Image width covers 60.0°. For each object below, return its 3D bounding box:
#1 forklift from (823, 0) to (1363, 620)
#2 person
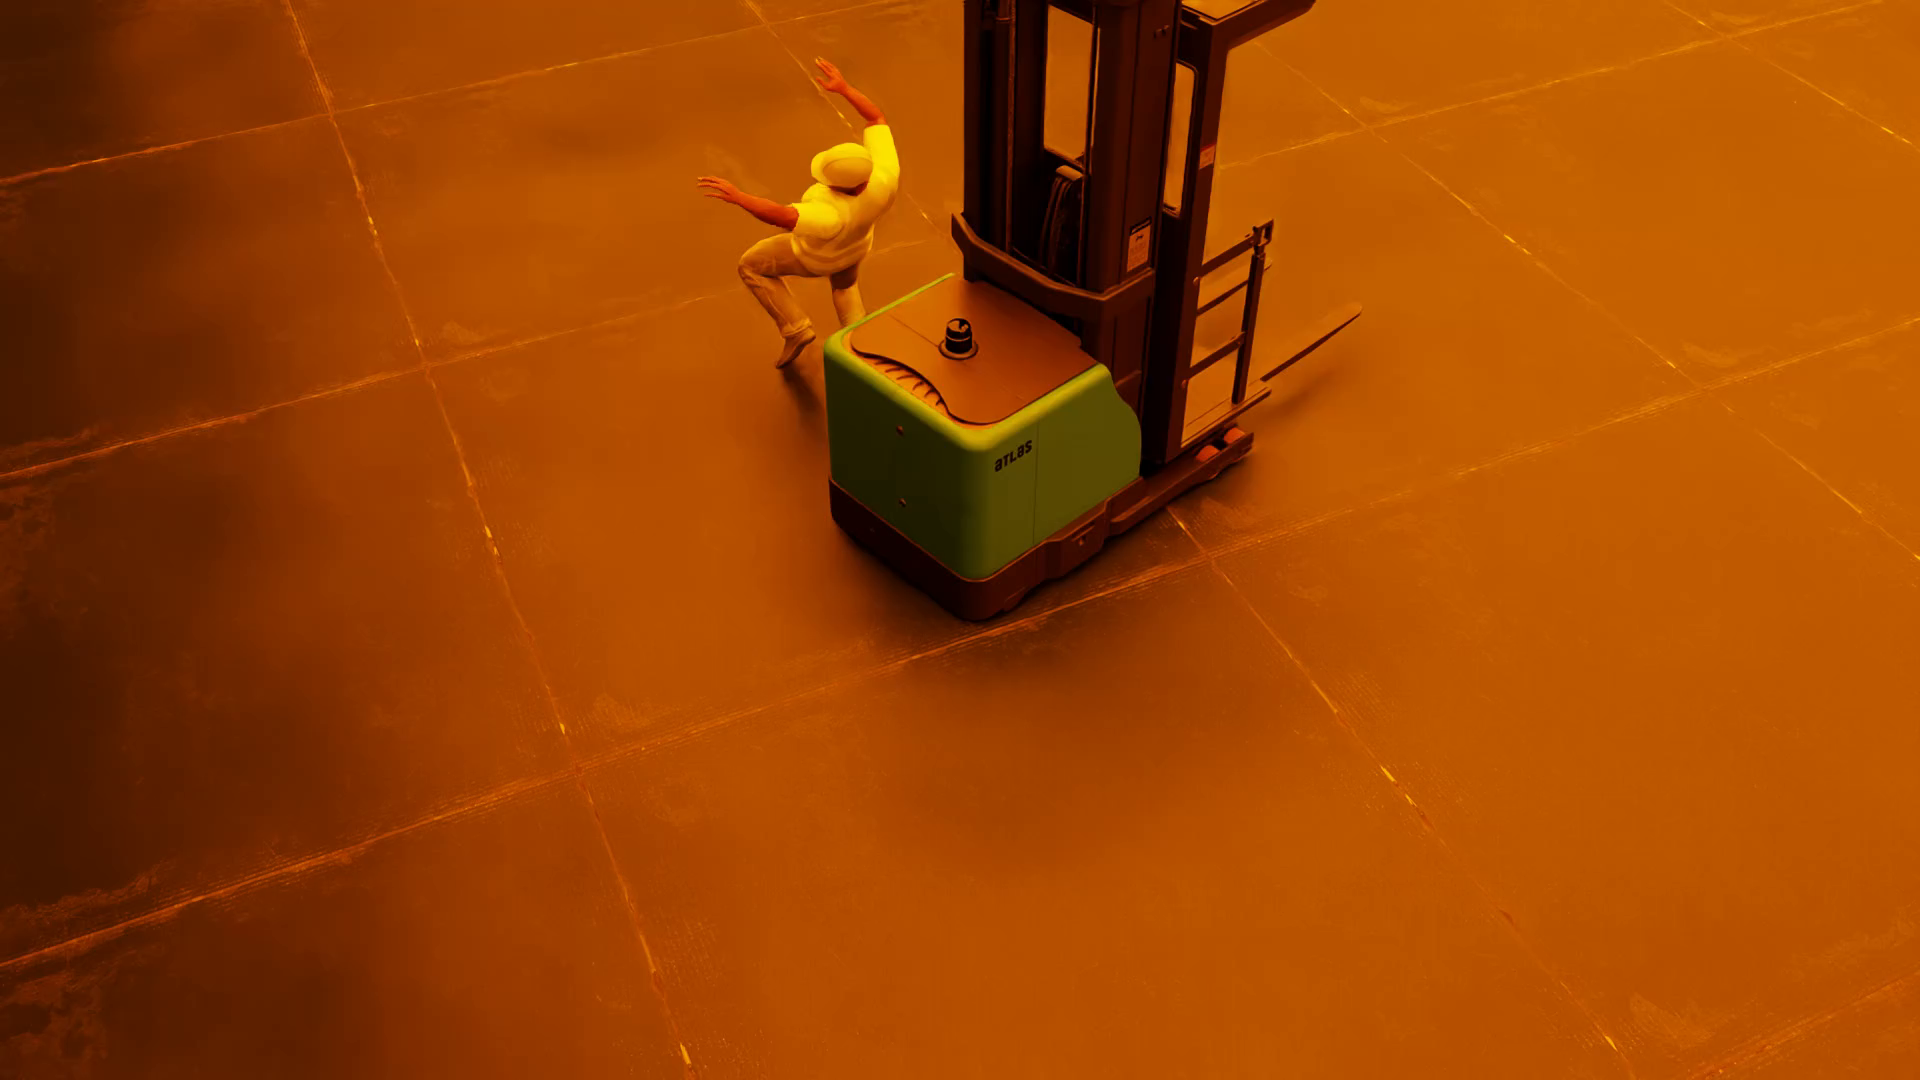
[{"bbox_3d":[0.809,-1.601,7.396,3.031,2.935,1.130,-33,52,-30],"label":"forklift"},{"bbox_3d":[-0.826,-1.469,8.215,1.129,1.666,0.838,-28,50,-26],"label":"person"}]
